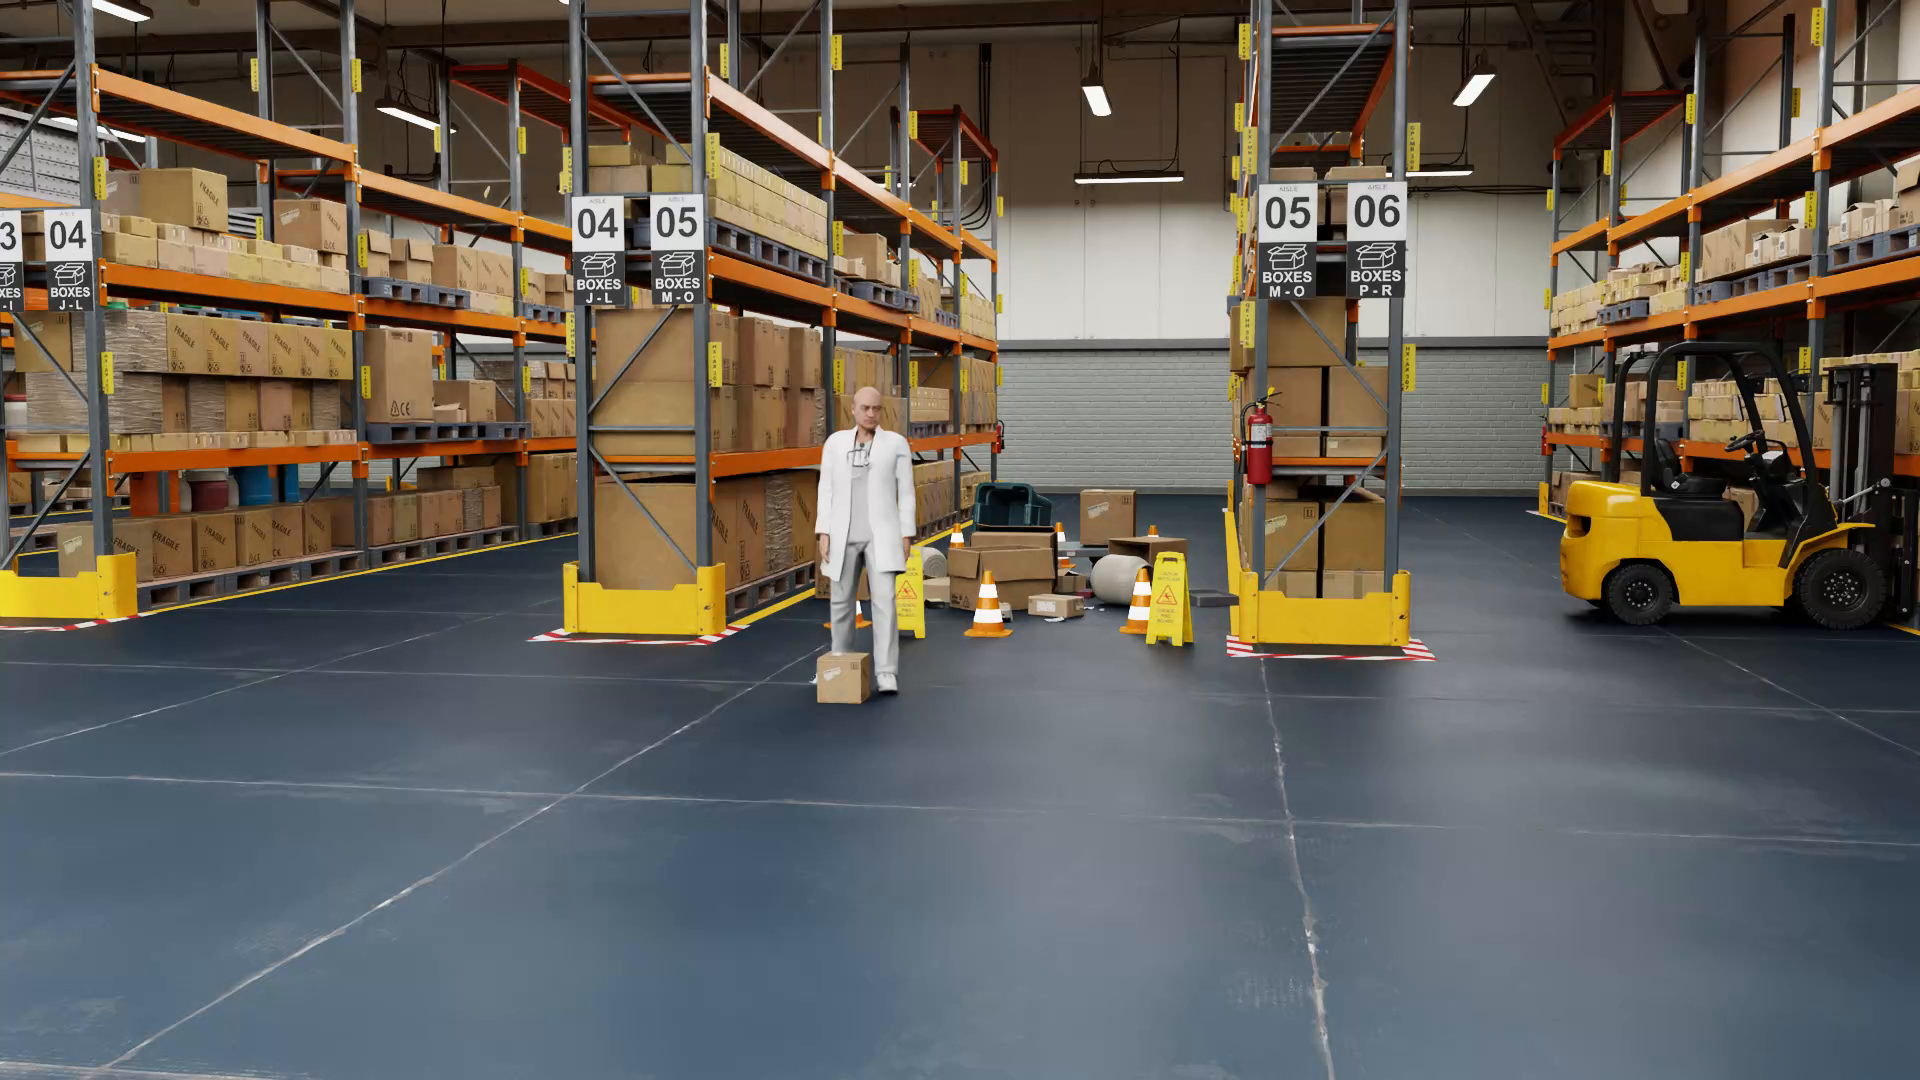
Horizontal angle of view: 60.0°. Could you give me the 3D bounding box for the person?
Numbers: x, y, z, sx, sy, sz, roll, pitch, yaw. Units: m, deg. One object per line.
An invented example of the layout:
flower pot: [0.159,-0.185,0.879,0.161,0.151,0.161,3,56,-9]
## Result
person: [-0.584,-0.002,9.850,0.648,1.802,0.662,1,4,8]
